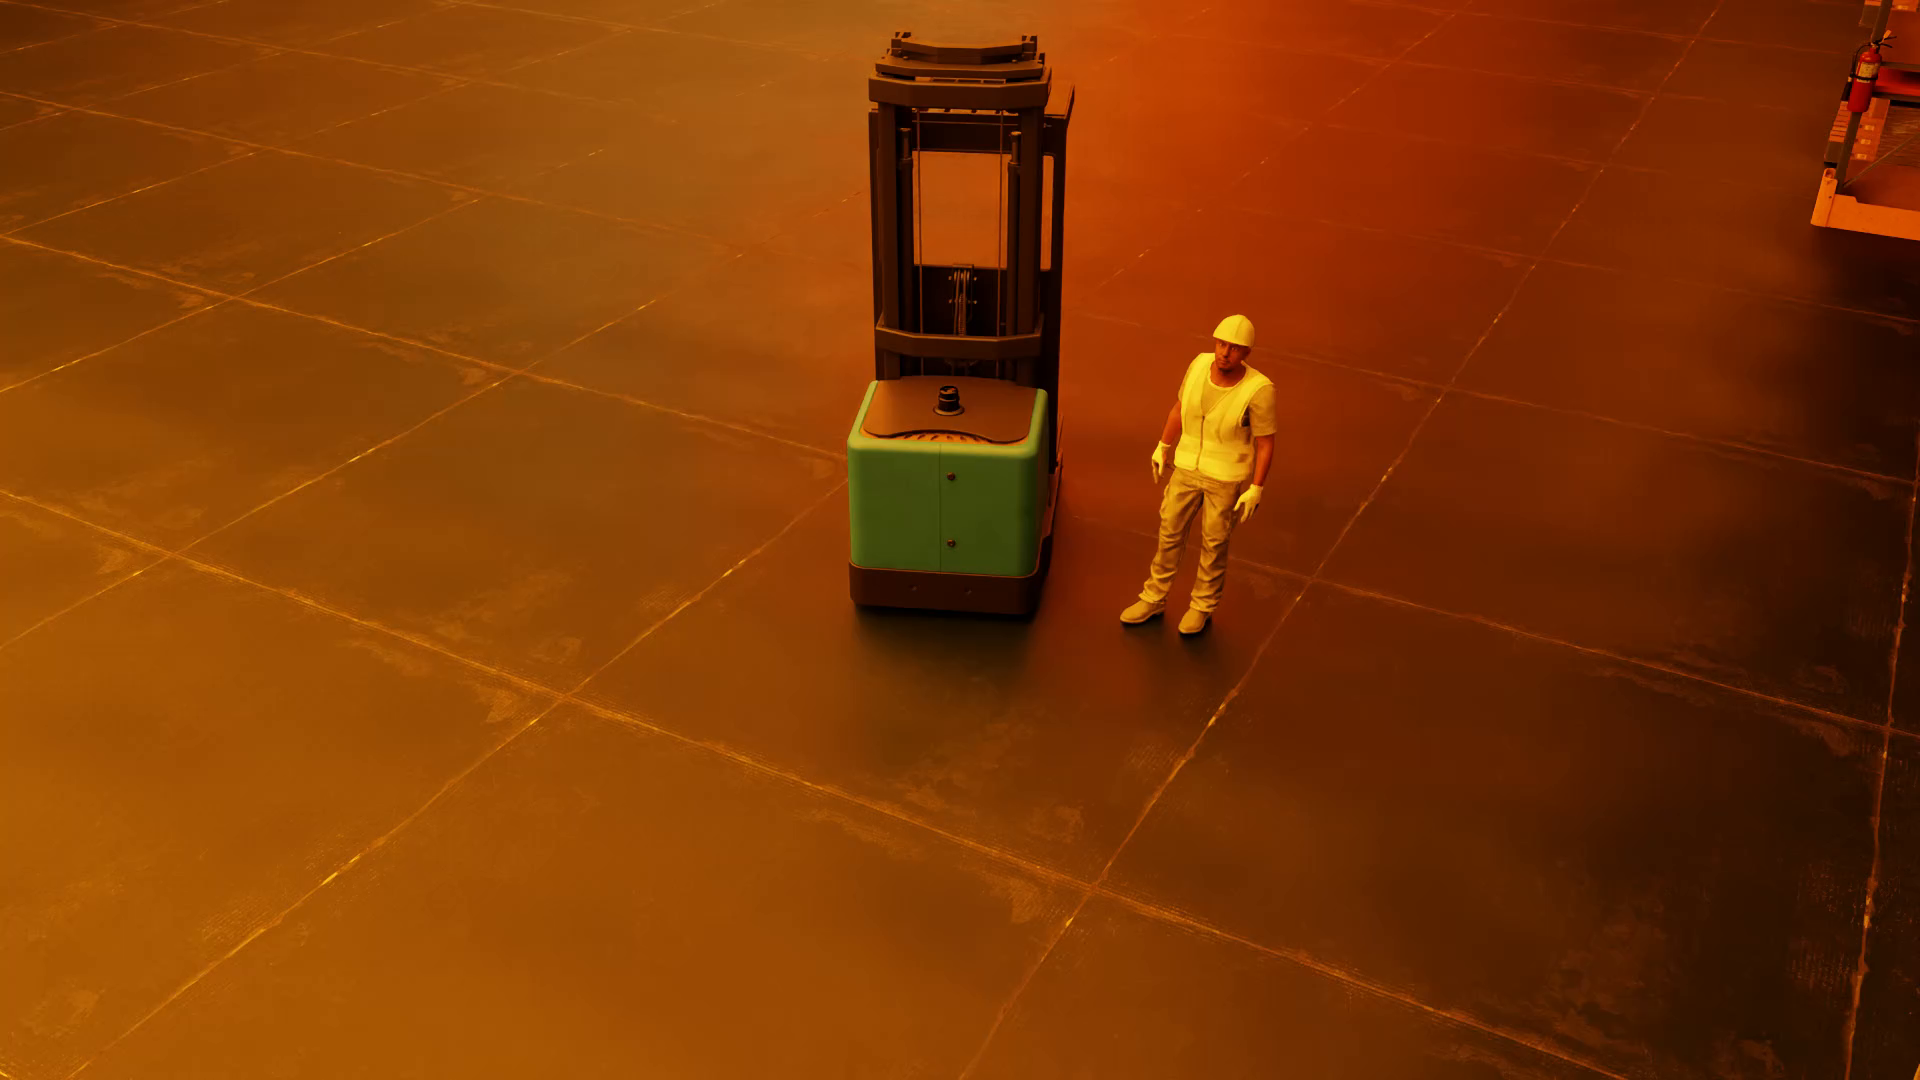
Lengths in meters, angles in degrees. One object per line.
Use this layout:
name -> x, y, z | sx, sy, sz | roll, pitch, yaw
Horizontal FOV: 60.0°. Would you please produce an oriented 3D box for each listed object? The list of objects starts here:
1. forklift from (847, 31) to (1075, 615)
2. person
forklift -> 0.072, -1.572, 9.794 | 1.130, 2.935, 3.031 | 3, 30, 6
person -> 1.280, -0.326, 8.770 | 0.656, 1.781, 0.577 | 23, 37, 34
